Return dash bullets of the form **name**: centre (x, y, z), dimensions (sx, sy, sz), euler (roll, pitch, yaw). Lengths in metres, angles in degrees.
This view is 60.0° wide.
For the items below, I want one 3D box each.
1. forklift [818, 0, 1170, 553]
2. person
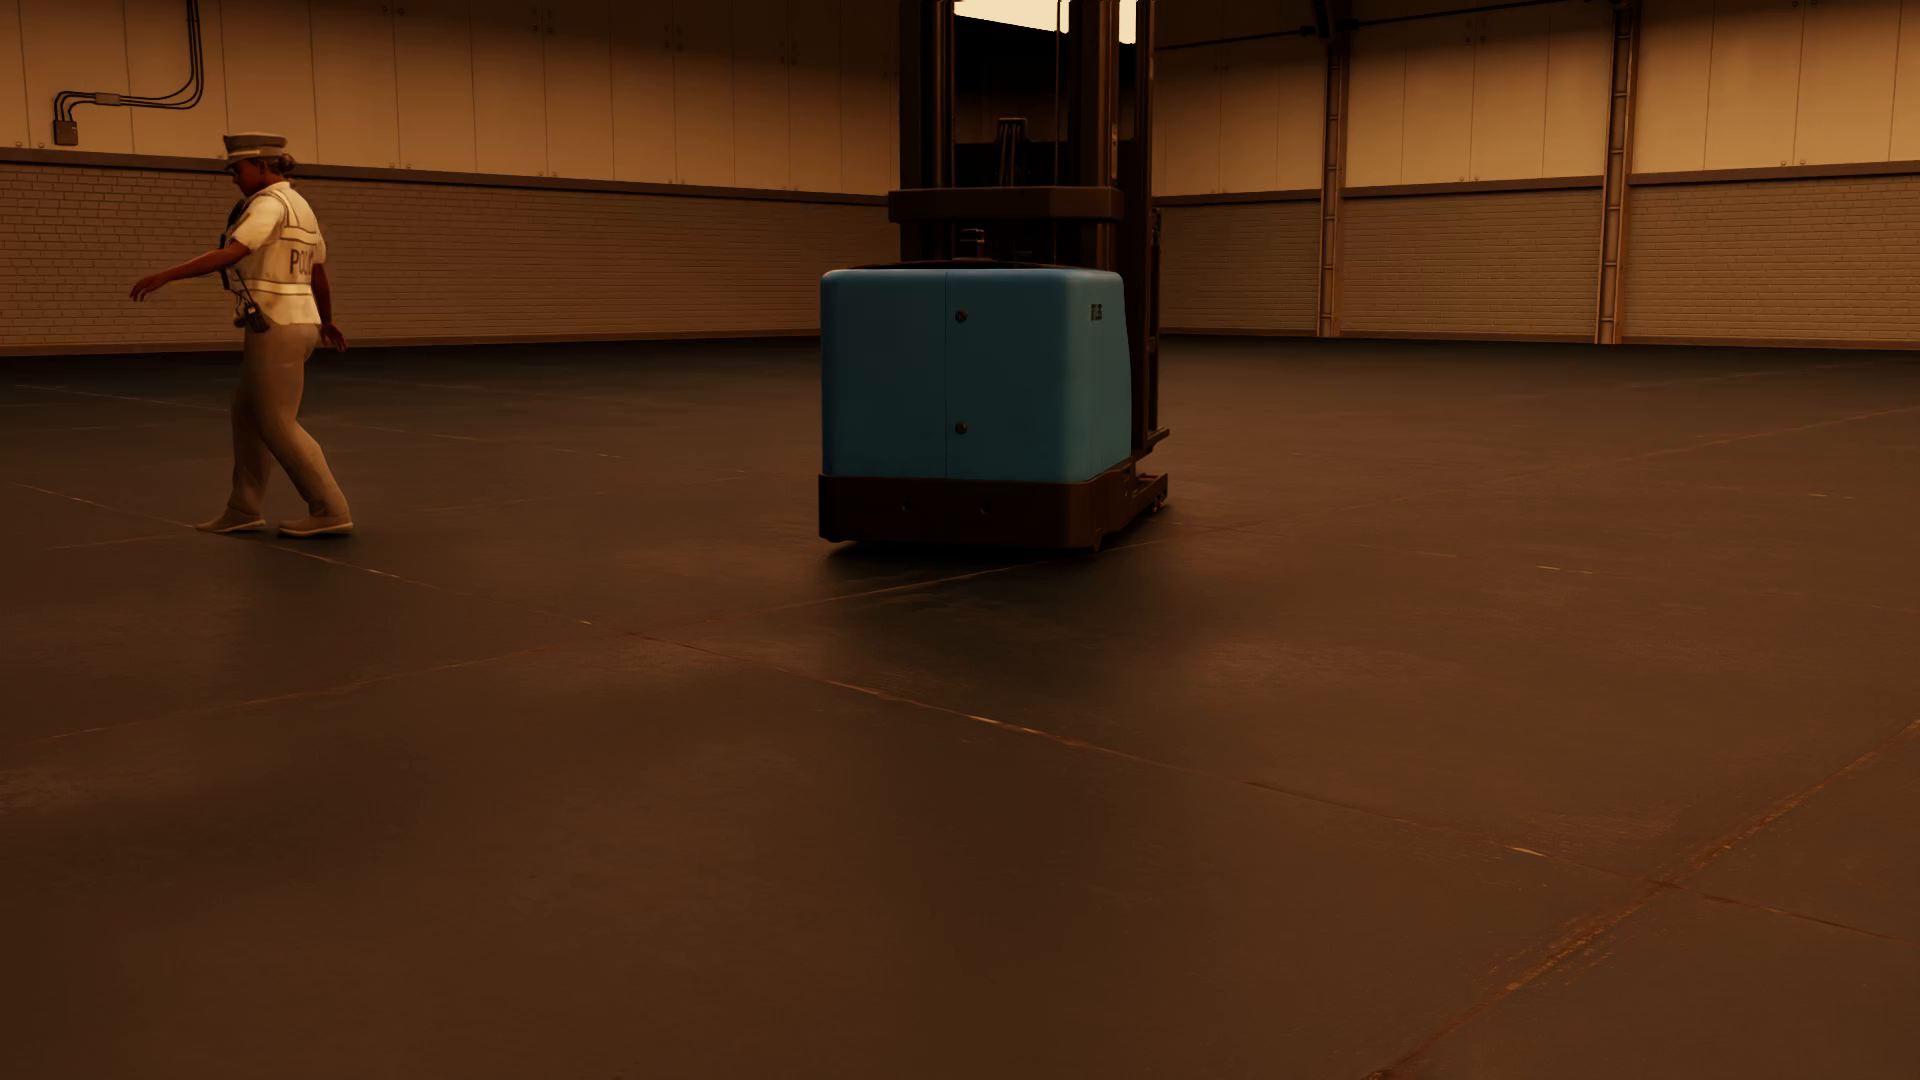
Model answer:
- **forklift**: centre (0.342, -1.580, 7.366), dimensions (1.130, 2.935, 3.031), euler (2, 9, 15)
- **person**: centre (-2.870, -0.828, 6.827), dimensions (0.701, 1.649, 0.899), euler (-1, 9, -5)
